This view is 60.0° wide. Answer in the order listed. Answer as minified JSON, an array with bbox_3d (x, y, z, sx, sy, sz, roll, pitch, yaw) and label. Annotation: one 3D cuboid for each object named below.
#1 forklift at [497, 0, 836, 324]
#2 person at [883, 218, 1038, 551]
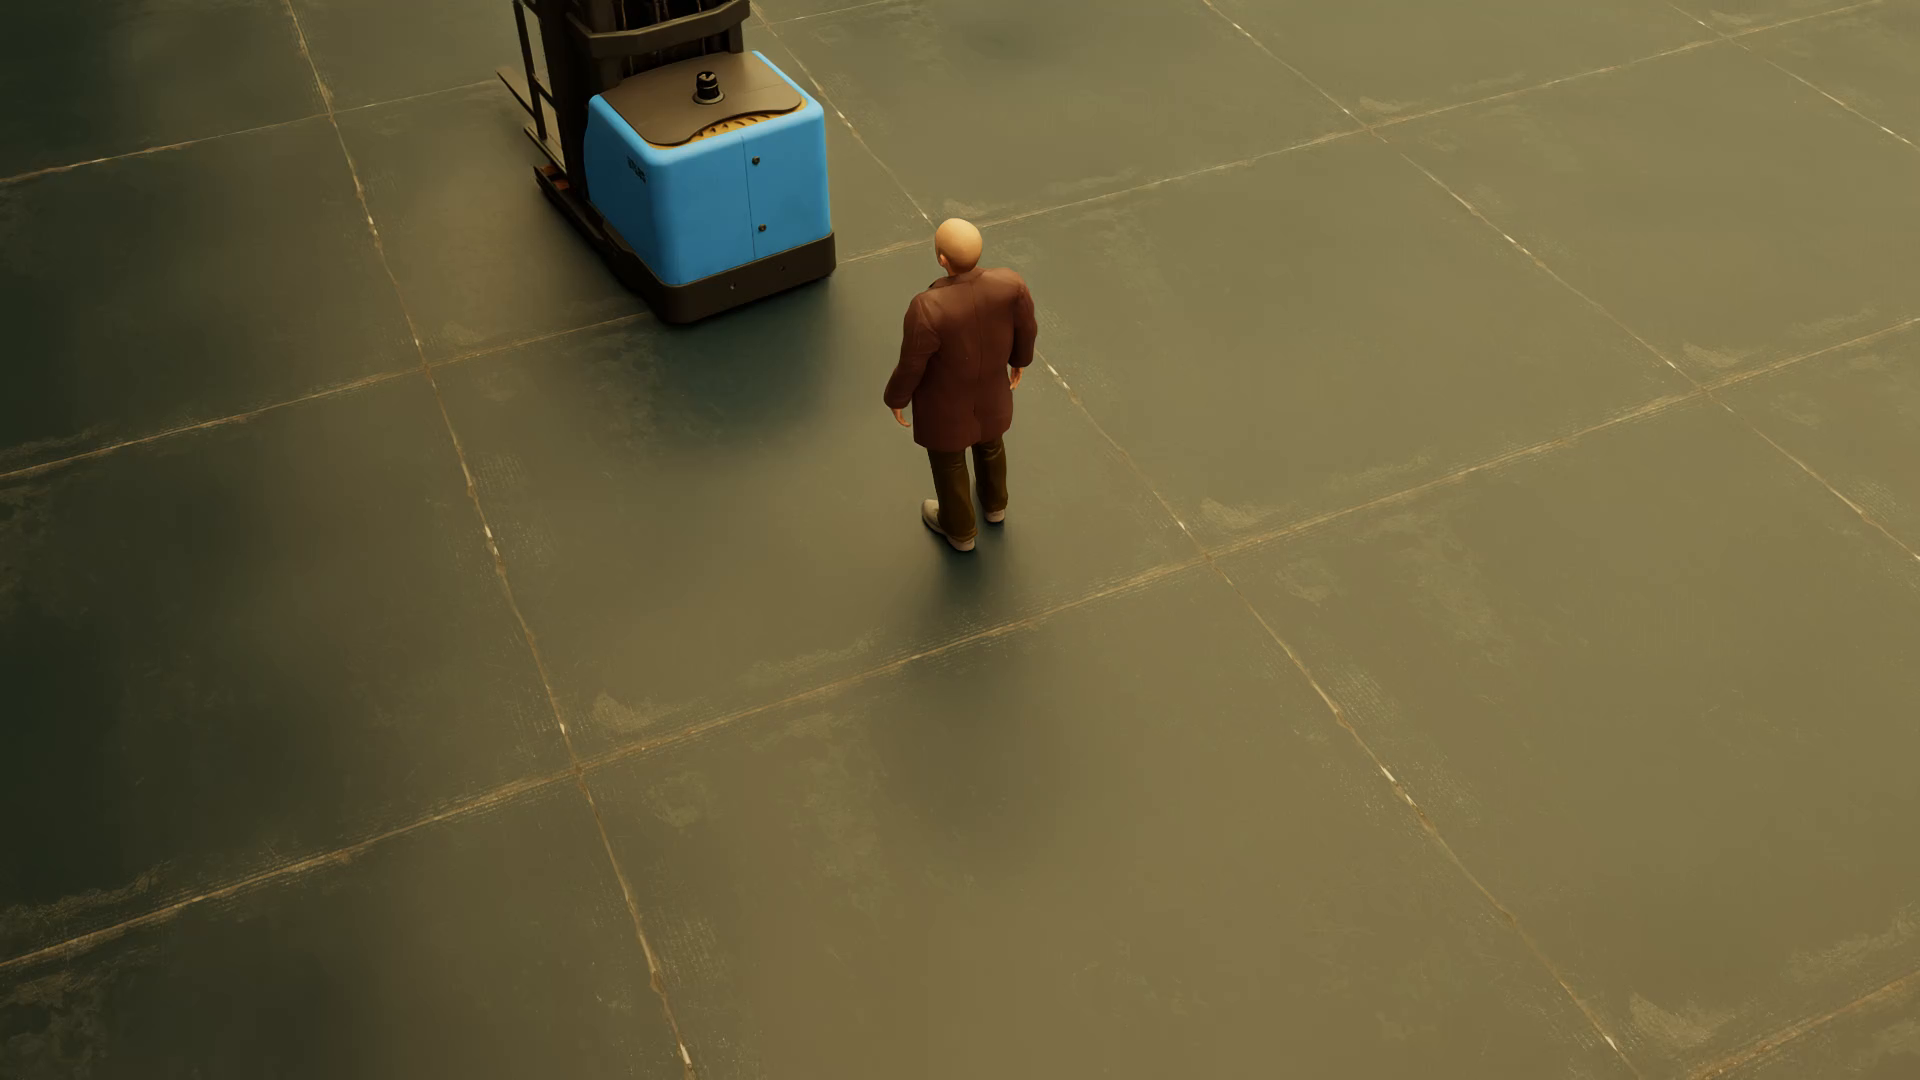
[{"bbox_3d":[-1.912,-3.221,9.131,1.130,2.935,3.031,-23,48,-23],"label":"forklift"},{"bbox_3d":[-0.035,-0.713,7.279,0.698,1.778,0.579,-18,46,-18],"label":"person"}]
